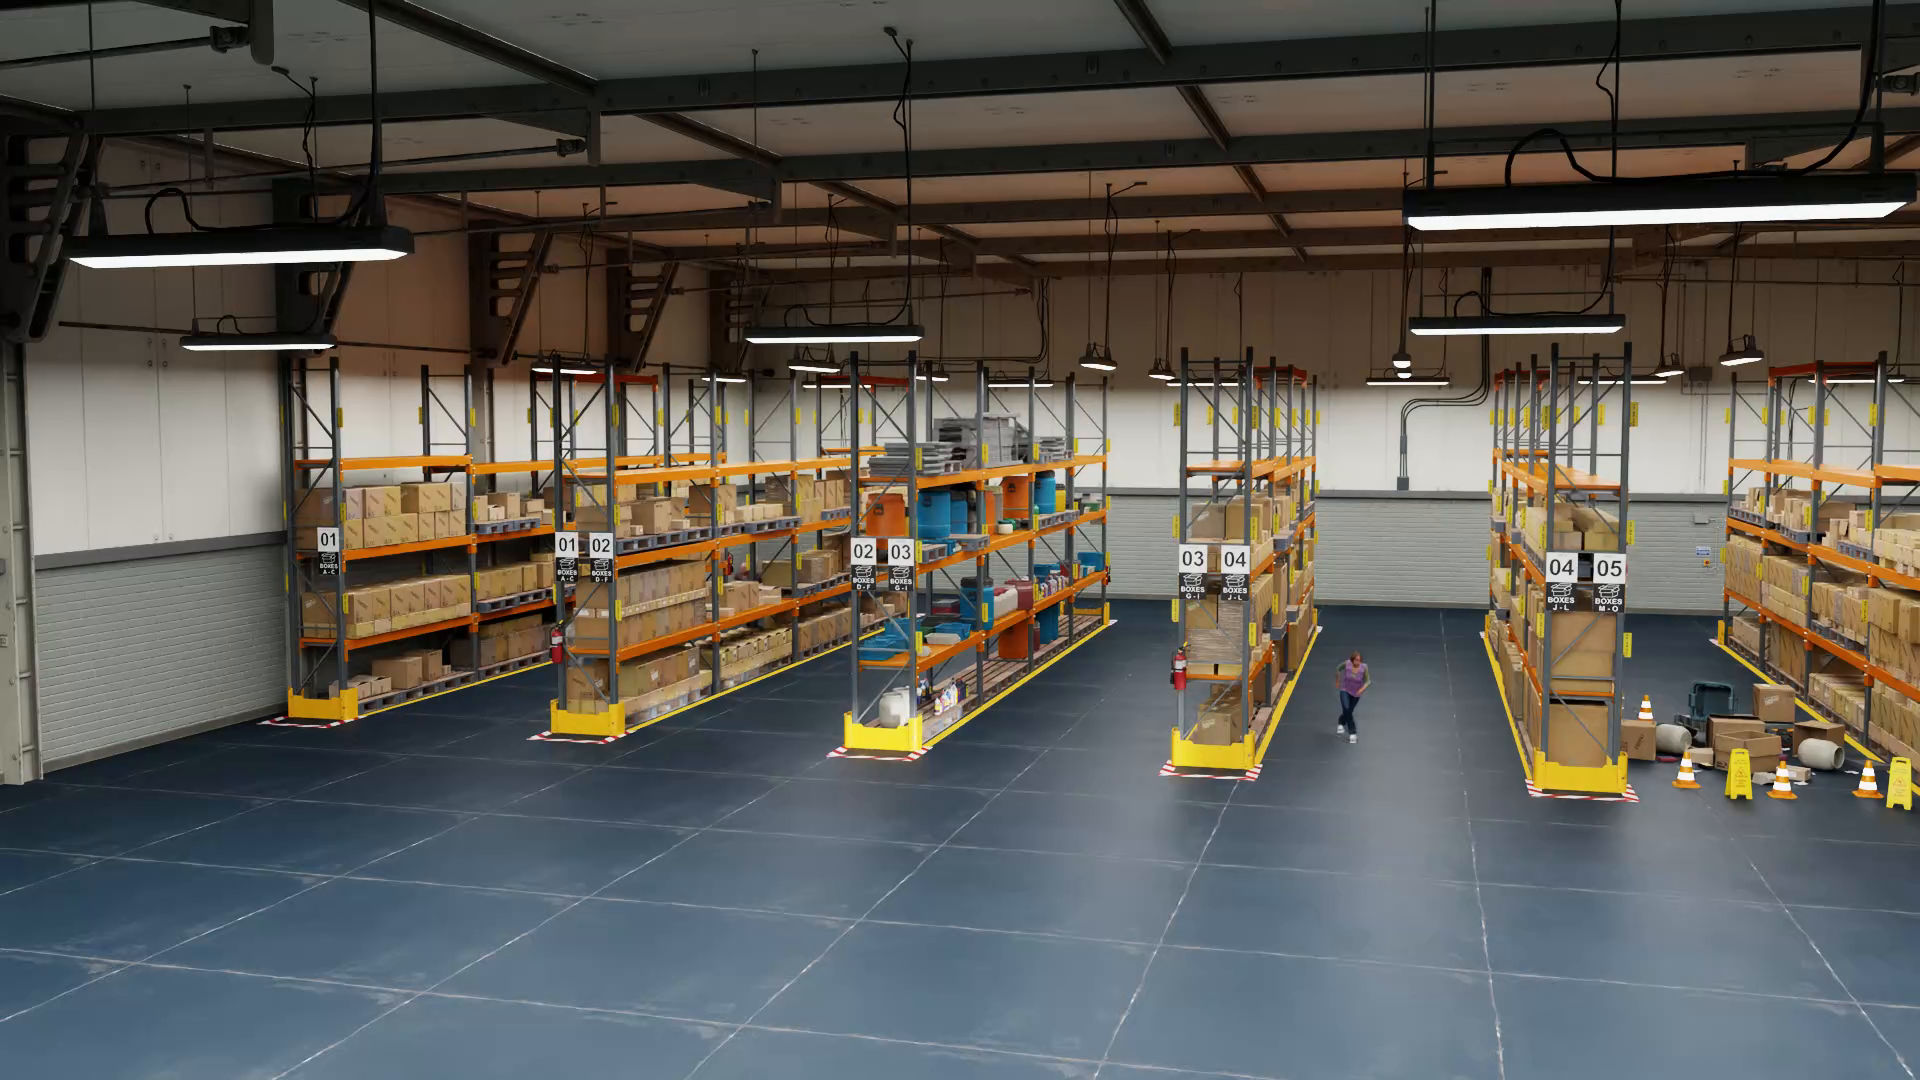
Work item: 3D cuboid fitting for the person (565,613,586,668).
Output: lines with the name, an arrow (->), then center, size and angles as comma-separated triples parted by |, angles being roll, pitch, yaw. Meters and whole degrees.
person -> -6.874, 2.050, 29.795 | 0.539, 1.556, 0.713 | 0, 4, -4

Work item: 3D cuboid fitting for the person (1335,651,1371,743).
person -> 6.080, 2.378, 25.816 | 0.516, 1.417, 0.964 | 0, 4, 5

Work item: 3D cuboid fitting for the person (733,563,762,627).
person -> -4.920, 1.347, 38.469 | 0.705, 1.667, 0.861 | 0, 4, 6
